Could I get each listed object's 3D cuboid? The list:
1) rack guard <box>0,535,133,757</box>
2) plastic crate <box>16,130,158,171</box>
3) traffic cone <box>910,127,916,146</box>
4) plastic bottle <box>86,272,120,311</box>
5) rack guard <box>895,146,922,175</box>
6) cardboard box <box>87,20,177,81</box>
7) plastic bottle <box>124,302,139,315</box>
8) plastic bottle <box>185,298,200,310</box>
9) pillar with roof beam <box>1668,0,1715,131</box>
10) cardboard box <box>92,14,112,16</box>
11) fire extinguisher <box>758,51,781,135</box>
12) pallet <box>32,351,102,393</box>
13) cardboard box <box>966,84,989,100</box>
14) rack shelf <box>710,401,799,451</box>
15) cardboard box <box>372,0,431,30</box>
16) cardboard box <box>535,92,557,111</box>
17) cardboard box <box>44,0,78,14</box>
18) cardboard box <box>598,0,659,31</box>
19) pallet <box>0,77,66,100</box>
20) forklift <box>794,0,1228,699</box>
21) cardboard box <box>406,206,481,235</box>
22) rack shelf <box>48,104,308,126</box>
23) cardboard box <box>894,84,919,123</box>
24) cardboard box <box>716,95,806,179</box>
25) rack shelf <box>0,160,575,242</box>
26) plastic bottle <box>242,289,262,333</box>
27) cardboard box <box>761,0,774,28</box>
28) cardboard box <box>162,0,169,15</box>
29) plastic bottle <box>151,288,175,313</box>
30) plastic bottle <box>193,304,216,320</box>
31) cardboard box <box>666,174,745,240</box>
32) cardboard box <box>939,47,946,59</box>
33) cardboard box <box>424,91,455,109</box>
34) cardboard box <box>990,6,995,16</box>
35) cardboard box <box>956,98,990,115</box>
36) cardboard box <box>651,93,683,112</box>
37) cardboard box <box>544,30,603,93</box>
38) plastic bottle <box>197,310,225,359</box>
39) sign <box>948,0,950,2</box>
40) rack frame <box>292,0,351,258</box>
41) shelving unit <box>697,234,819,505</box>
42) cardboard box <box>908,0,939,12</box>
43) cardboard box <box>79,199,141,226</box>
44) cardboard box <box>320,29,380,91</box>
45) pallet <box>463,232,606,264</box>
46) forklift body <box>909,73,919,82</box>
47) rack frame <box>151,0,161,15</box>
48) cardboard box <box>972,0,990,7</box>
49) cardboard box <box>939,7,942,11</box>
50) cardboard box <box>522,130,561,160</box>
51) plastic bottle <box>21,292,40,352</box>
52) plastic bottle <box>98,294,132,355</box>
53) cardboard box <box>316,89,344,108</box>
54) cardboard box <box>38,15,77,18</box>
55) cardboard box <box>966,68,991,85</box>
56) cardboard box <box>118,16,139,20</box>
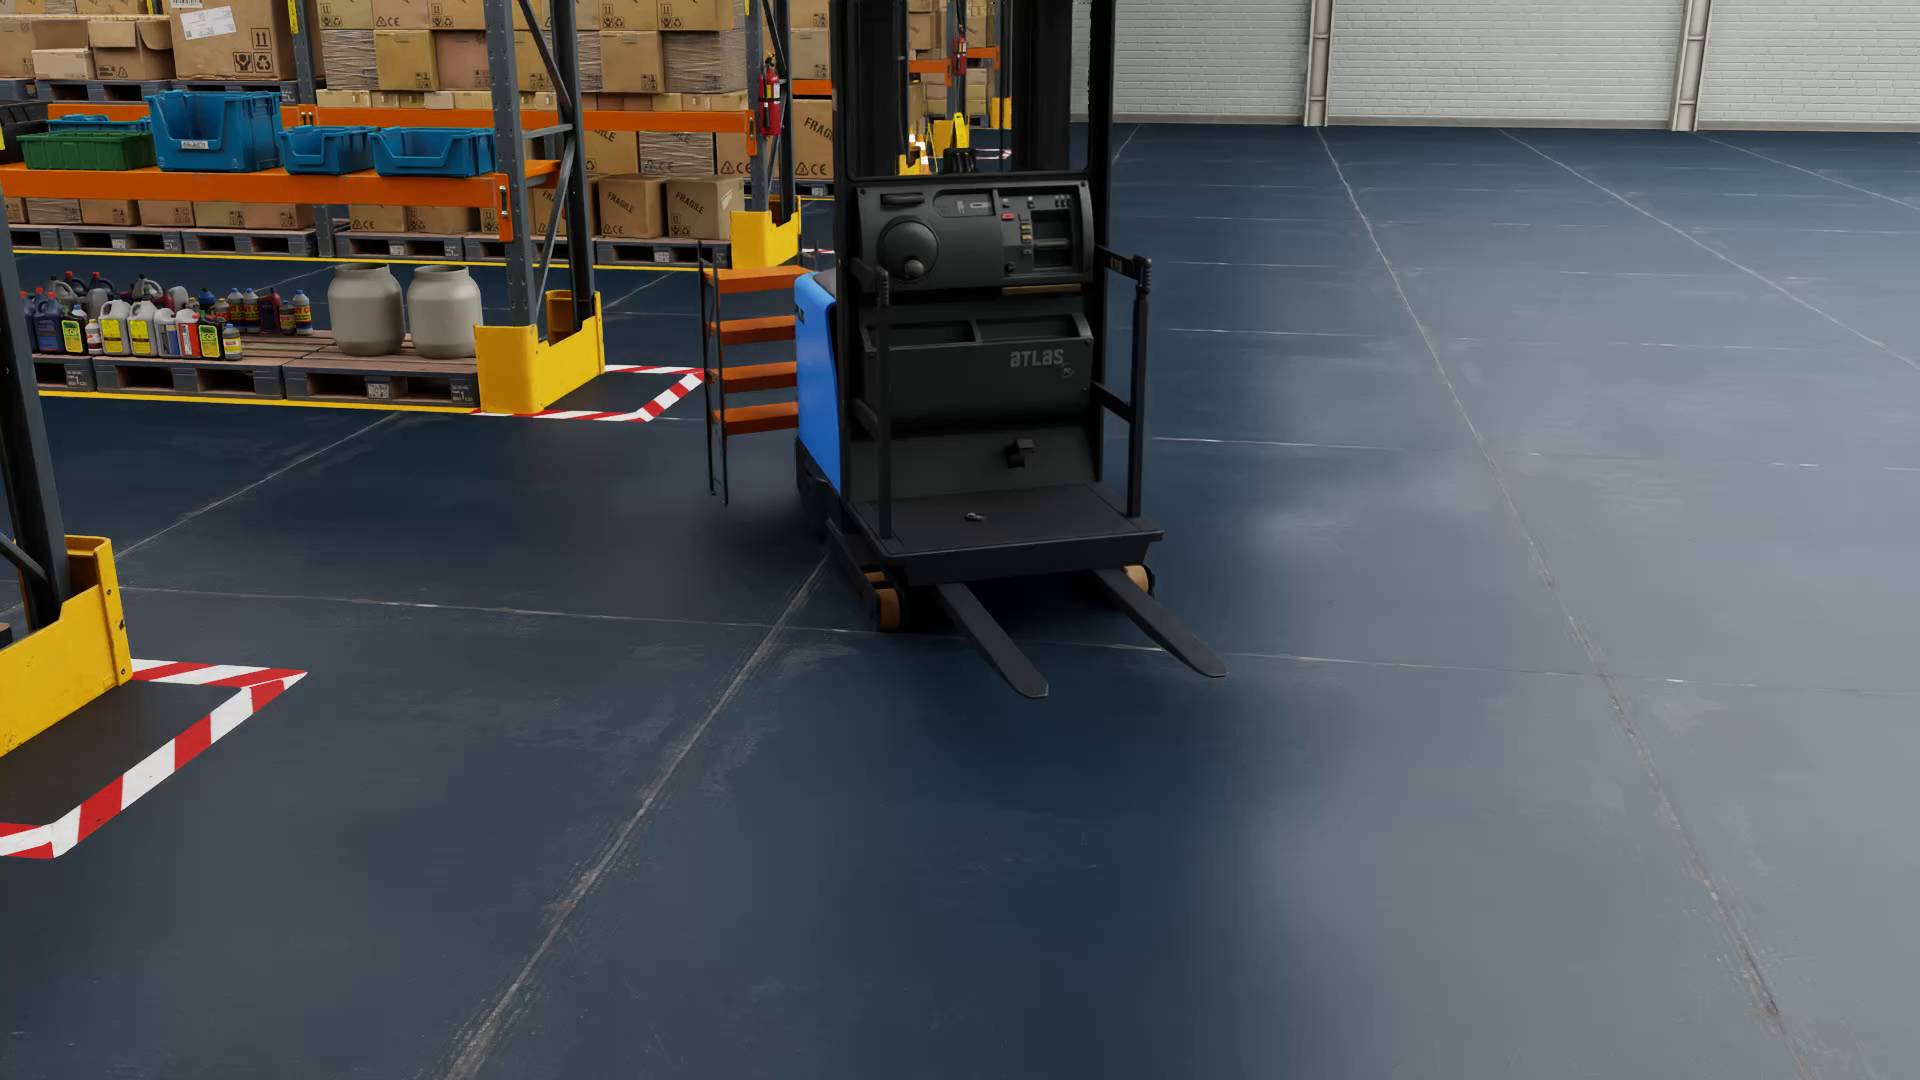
[{"bbox_3d":[-3.169,0.405,5.304,0.348,0.500,1.175,3,19,9],"label":"rack guard"},{"bbox_3d":[-5.057,-2.277,9.715,0.662,0.188,0.450,3,19,9],"label":"plastic crate"},{"bbox_3d":[-0.675,-5.404,22.724,0.334,0.463,0.336,3,19,9],"label":"traffic cone"},{"bbox_3d":[-5.482,-1.535,10.644,0.185,0.351,0.144,2,19,6],"label":"plastic bottle"},{"bbox_3d":[-0.708,-4.247,19.207,0.348,0.500,1.175,3,19,9],"label":"rack guard"},{"bbox_3d":[-7.294,-4.392,14.878,0.637,0.503,0.797,5,19,14],"label":"cardboard box"},{"bbox_3d":[-5.017,-1.297,10.052,0.135,0.276,0.152,3,19,9],"label":"plastic bottle"},{"bbox_3d":[-4.882,-1.441,10.599,0.097,0.201,0.097,0,18,0],"label":"plastic bottle"},{"bbox_3d":[11.358,-9.754,22.273,0.400,9.000,9.100,3,19,9],"label":"pillar with roof beam"},{"bbox_3d":[-10.599,-6.361,20.385,0.250,0.149,0.380,3,19,8],"label":"cardboard box"},{"bbox_3d":[-1.578,-3.698,13.749,0.183,0.674,0.296,3,19,9],"label":"fire extinguisher"},{"bbox_3d":[-5.696,-1.165,10.452,1.213,0.211,1.003,3,19,9],"label":"pallet"},{"bbox_3d":[0.207,-7.603,28.183,0.500,0.250,0.500,3,19,8],"label":"cardboard box"},{"bbox_3d":[-0.926,-0.549,7.890,0.480,0.148,0.258,-9,20,-25],"label":"rack shelf"},{"bbox_3d":[-4.669,-4.622,14.186,0.500,0.500,0.500,3,19,9],"label":"cardboard box"},{"bbox_3d":[-3.430,-3.758,14.202,0.250,0.149,0.380,3,19,9],"label":"cardboard box"},{"bbox_3d":[-13.408,-8.103,25.059,0.500,0.500,0.500,3,19,9],"label":"cardboard box"},{"bbox_3d":[-2.695,-4.521,13.885,0.500,0.500,0.500,3,19,9],"label":"cardboard box"},{"bbox_3d":[-8.796,-4.194,15.412,1.003,0.211,1.213,3,19,9],"label":"pallet"},{"bbox_3d":[0.125,-1.182,6.216,1.130,2.935,3.031,-5,19,-15],"label":"forklift"},{"bbox_3d":[-4.612,-3.040,14.940,0.500,0.500,0.500,9,21,26],"label":"cardboard box"},{"bbox_3d":[-7.542,-3.845,15.202,4.000,0.370,1.077,3,19,9],"label":"rack shelf"},{"bbox_3d":[-0.878,-6.199,23.591,0.500,0.500,0.500,3,19,9],"label":"cardboard box"},{"bbox_3d":[-2.281,-4.682,19.255,0.875,0.875,0.875,3,19,8],"label":"cardboard box"},{"bbox_3d":[-4.378,-2.092,9.963,4.000,0.370,1.077,3,19,9],"label":"rack shelf"},{"bbox_3d":[-4.483,-1.454,10.527,0.097,0.271,0.097,0,18,0],"label":"plastic bottle"},{"bbox_3d":[-2.181,-6.117,18.919,0.550,0.550,0.875,3,19,9],"label":"cardboard box"},{"bbox_3d":[-11.505,-8.003,24.759,0.500,0.500,0.500,3,19,9],"label":"cardboard box"},{"bbox_3d":[-5.019,-1.444,10.478,0.133,0.283,0.061,3,19,9],"label":"plastic bottle"},{"bbox_3d":[-4.515,-1.263,9.938,0.133,0.283,0.061,3,19,9],"label":"plastic bottle"},{"bbox_3d":[-2.232,-2.935,14.625,0.500,0.500,0.500,7,20,19],"label":"cardboard box"},{"bbox_3d":[-0.349,-6.952,23.749,0.250,0.149,0.380,3,19,9],"label":"cardboard box"},{"bbox_3d":[-4.418,-3.806,14.347,0.250,0.149,0.380,3,19,9],"label":"cardboard box"},{"bbox_3d":[0.444,-8.998,28.288,0.250,0.149,0.380,2,19,7],"label":"cardboard box"},{"bbox_3d":[0.224,-7.364,28.257,0.500,0.250,0.500,3,19,9],"label":"cardboard box"},{"bbox_3d":[-2.434,-3.724,14.102,0.250,0.149,0.380,3,19,9],"label":"cardboard box"},{"bbox_3d":[-3.156,-4.136,14.309,0.500,0.500,0.875,3,19,9],"label":"cardboard box"},{"bbox_3d":[-4.405,-1.209,9.775,0.133,0.283,0.061,3,19,10],"label":"plastic bottle"},{"bbox_3d":[-0.154,-7.515,22.714,0.005,0.325,0.100,3,19,9],"label":"sign"},{"bbox_3d":[-5.567,-4.086,14.787,0.127,3.000,1.000,3,19,9],"label":"rack frame"},{"bbox_3d":[-0.926,-0.801,7.805,0.503,1.200,0.258,-9,20,-25],"label":"shelving unit"},{"bbox_3d":[-0.585,-7.609,23.115,0.500,0.500,0.700,2,19,7],"label":"cardboard box"},{"bbox_3d":[-7.741,-3.233,15.483,0.500,0.500,0.700,5,19,13],"label":"cardboard box"},{"bbox_3d":[-5.133,-4.232,14.598,0.500,0.500,0.875,3,19,9],"label":"cardboard box"},{"bbox_3d":[-3.691,-2.680,14.980,1.213,0.211,1.003,3,19,9],"label":"pallet"},{"bbox_3d":[-1.424,-7.666,26.824,1.214,2.155,2.313,3,19,9],"label":"forklift body"},{"bbox_3d":[-11.894,-7.593,25.269,0.127,3.000,1.000,3,19,9],"label":"rack frame"},{"bbox_3d":[0.351,-8.993,27.803,0.250,0.149,0.380,3,19,9],"label":"cardboard box"},{"bbox_3d":[-0.396,-8.881,27.938,0.250,0.149,0.380,3,19,8],"label":"cardboard box"},{"bbox_3d":[-5.308,-4.770,19.715,0.750,0.750,1.050,3,19,8],"label":"cardboard box"},{"bbox_3d":[-5.622,-1.316,9.990,0.185,0.351,0.144,3,19,10],"label":"plastic bottle"},{"bbox_3d":[-5.016,-1.285,9.898,0.185,0.351,0.144,3,19,8],"label":"plastic bottle"},{"bbox_3d":[-5.403,-3.862,14.513,0.250,0.149,0.380,3,19,9],"label":"cardboard box"},{"bbox_3d":[-10.720,-6.158,19.778,0.250,0.149,0.380,3,19,10],"label":"cardboard box"},{"bbox_3d":[0.233,-7.839,28.101,0.500,0.250,0.500,4,19,10],"label":"cardboard box"},{"bbox_3d":[-9.693,-6.106,19.620,0.250,0.149,0.380,4,19,10],"label":"cardboard box"}]
